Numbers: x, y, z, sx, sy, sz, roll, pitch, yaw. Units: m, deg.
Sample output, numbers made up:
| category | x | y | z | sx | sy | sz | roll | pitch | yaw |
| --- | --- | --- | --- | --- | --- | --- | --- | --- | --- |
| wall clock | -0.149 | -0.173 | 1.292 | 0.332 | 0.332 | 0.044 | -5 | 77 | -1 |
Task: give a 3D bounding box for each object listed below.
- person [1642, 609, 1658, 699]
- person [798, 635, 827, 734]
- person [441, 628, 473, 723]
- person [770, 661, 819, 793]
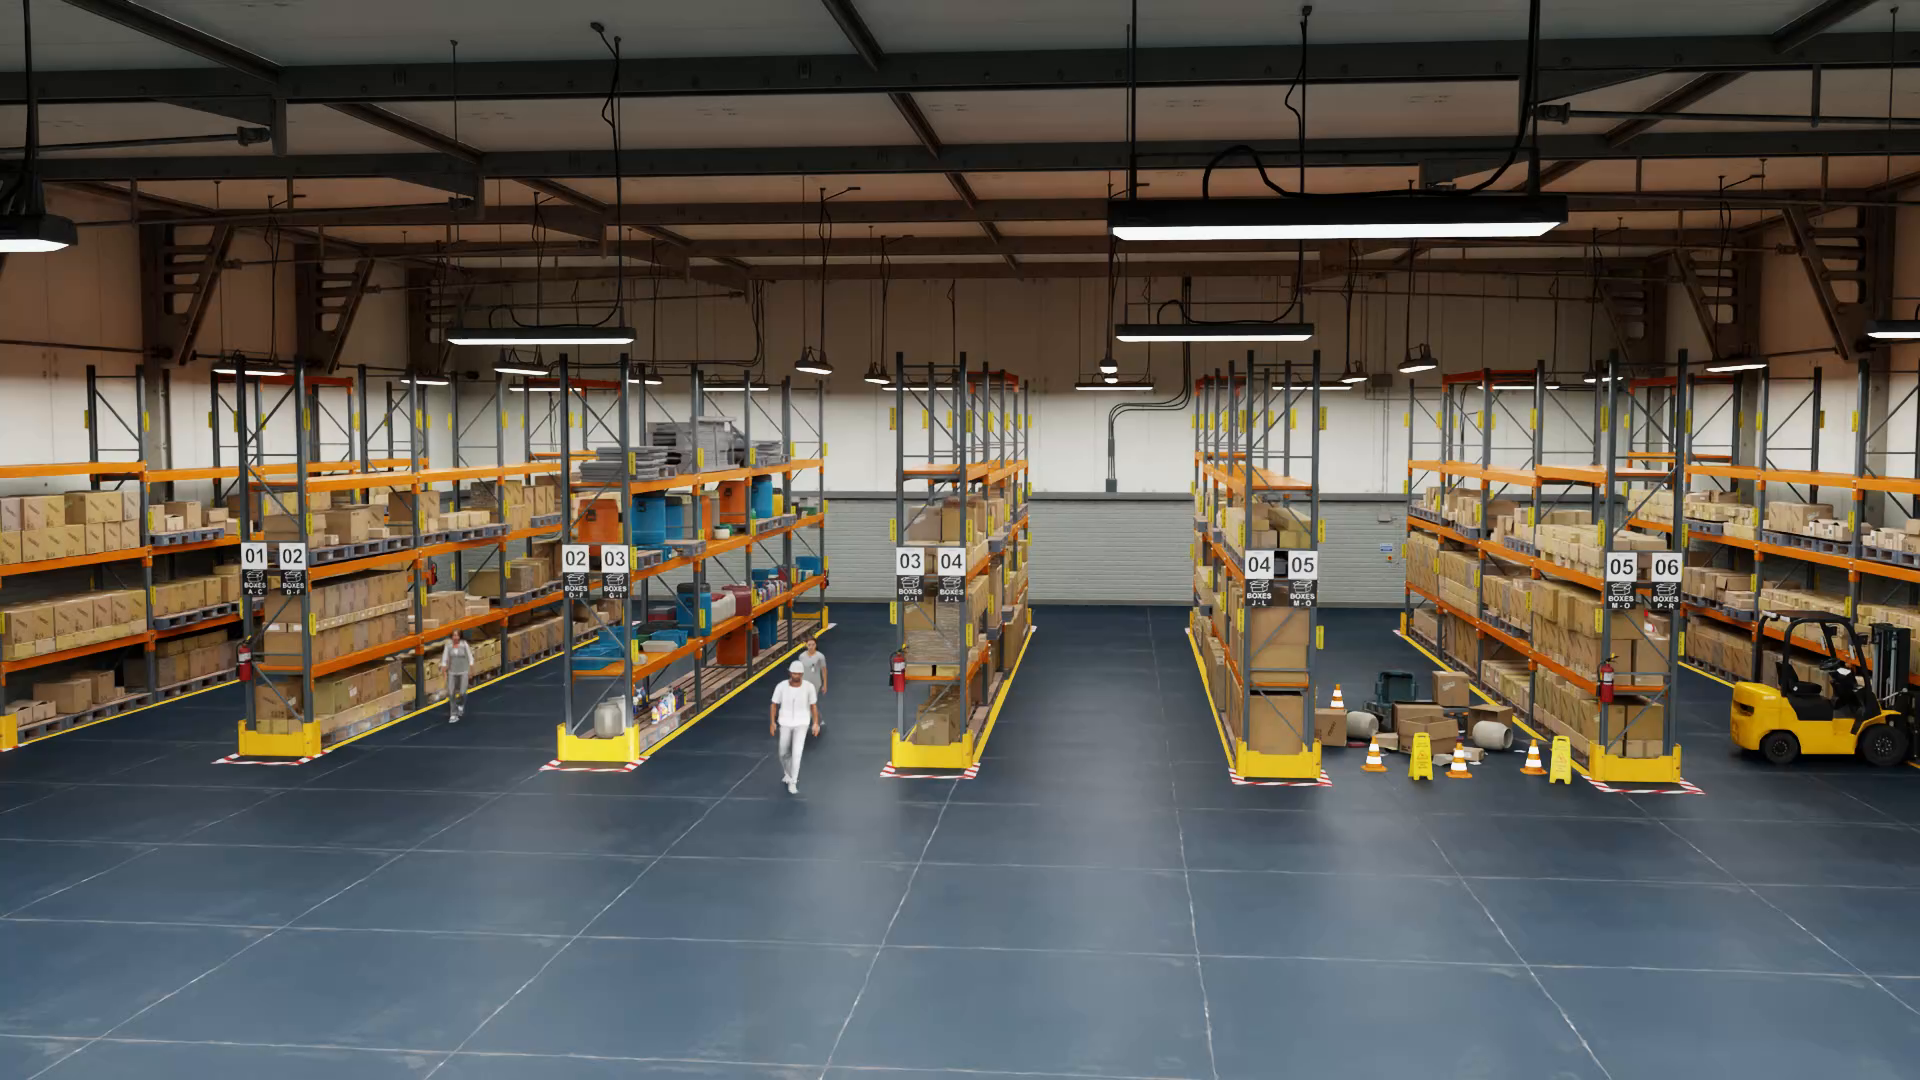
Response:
| category | x | y | z | sx | sy | sz | roll | pitch | yaw |
| --- | --- | --- | --- | --- | --- | --- | --- | --- | --- |
| person | 11.932 | 2.072 | 28.988 | 0.635 | 1.763 | 0.660 | -1 | 4 | -19 |
| person | -2.392 | 2.312 | 26.495 | 0.435 | 1.586 | 1.123 | 2 | 4 | 21 |
| person | -8.406 | 2.253 | 27.827 | 0.501 | 1.575 | 0.513 | 0 | 4 | -6 |
| person | -2.264 | 2.538 | 22.720 | 0.656 | 1.786 | 0.668 | 0 | 4 | -2 |
